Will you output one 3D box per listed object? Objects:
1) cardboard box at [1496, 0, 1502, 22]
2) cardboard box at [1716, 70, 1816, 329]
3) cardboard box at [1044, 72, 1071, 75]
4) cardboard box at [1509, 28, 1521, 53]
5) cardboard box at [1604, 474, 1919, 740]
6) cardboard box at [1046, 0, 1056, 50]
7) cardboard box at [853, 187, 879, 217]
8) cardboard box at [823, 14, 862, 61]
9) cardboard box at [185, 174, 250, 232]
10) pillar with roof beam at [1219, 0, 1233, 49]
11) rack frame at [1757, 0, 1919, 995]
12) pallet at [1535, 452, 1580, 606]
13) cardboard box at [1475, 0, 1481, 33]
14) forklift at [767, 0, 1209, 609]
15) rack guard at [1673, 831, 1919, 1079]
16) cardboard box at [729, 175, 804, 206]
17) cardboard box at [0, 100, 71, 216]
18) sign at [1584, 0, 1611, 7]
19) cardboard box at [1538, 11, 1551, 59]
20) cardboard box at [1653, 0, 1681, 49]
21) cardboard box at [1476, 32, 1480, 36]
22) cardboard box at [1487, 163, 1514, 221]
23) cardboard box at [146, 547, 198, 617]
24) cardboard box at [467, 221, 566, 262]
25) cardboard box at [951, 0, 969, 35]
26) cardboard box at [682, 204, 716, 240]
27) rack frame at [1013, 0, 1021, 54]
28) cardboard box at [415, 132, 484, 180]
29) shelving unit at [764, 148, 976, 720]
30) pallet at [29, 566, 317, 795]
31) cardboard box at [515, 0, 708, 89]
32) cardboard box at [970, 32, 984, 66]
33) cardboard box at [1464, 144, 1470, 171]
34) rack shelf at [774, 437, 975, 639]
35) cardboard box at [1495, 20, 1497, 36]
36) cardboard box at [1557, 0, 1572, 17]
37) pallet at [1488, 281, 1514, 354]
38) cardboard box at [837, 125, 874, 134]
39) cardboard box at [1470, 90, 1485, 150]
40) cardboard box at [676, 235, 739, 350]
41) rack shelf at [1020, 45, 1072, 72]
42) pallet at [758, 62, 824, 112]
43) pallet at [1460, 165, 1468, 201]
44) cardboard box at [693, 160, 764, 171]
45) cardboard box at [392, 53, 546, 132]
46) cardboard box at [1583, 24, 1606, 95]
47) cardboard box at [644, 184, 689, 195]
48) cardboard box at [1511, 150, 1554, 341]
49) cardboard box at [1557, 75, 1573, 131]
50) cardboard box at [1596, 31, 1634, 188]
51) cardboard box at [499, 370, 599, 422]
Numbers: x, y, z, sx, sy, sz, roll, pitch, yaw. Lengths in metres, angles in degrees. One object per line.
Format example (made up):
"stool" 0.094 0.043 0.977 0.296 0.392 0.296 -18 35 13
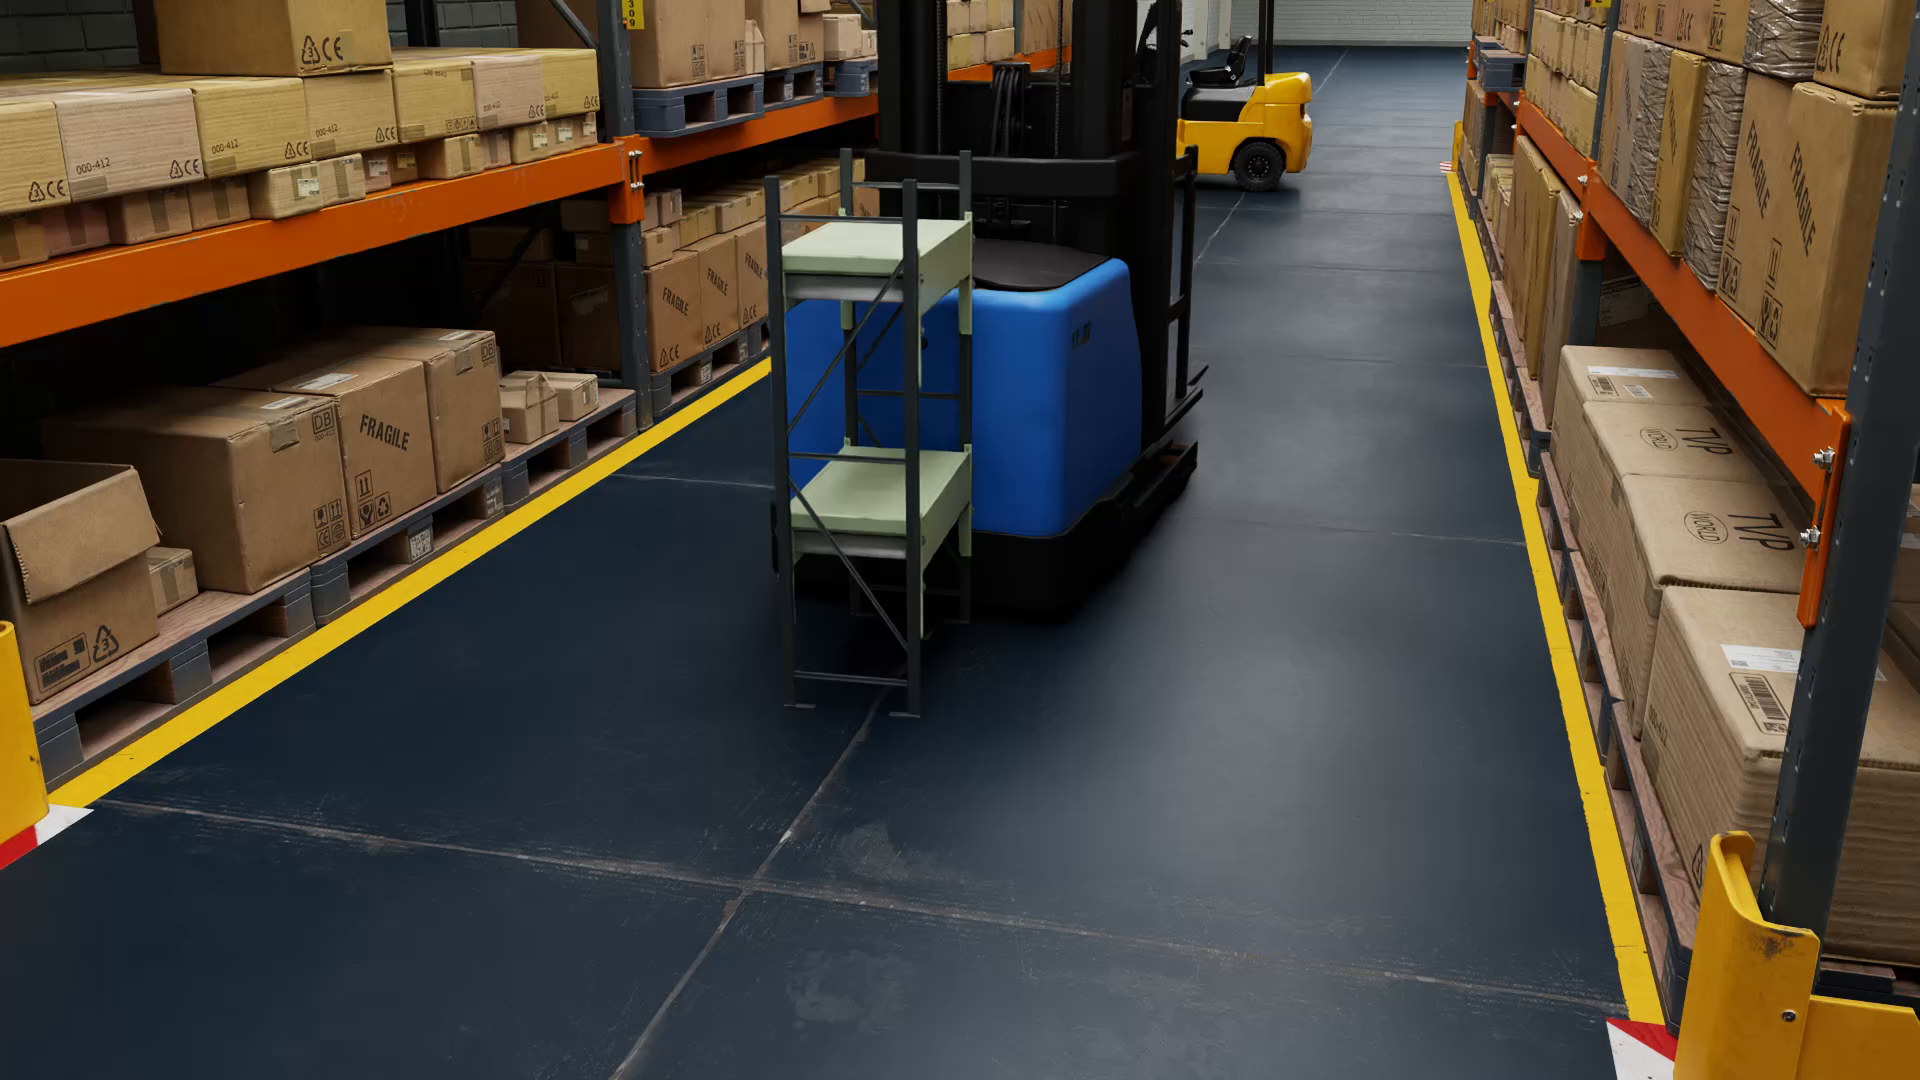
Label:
"cardboard box" 4.196 -4.034 12.094 0.500 0.500 0.500 5 19 13
"cardboard box" 1.912 -0.697 3.433 0.500 0.500 0.500 4 19 12
"cardboard box" 1.198 -4.929 18.035 0.500 0.250 0.500 5 20 15
"cardboard box" 3.733 -3.202 10.661 0.380 0.149 0.250 4 19 13
"cardboard box" 2.193 0.190 4.305 0.875 0.438 0.875 5 20 15
"cardboard box" 0.626 -4.963 15.921 0.500 0.500 0.500 4 19 13
"cardboard box" -0.841 -2.086 10.872 0.500 0.500 0.500 5 20 15
"cardboard box" -0.890 -2.991 9.887 0.500 0.250 0.500 4 19 11
"cardboard box" -2.326 -1.001 4.867 0.380 0.149 0.250 5 19 14
"pillar with roof beam" 11.468 -17.482 43.448 9.100 9.000 0.400 5 19 13
"rack frame" 1.910 -0.322 2.489 0.949 2.616 0.053 5 19 13
"pallet" 2.629 -0.023 5.930 1.003 0.211 1.213 5 19 13
"cardboard box" 5.191 -5.076 15.792 0.500 0.500 0.500 4 19 12
"forklift" 0.347 -1.606 6.356 1.130 2.935 3.031 7 20 19
"rack guard" 1.907 0.869 2.870 1.175 0.500 0.348 5 19 13
"cardboard box" -1.134 -2.043 9.743 0.380 0.149 0.250 4 19 13
"cardboard box" -2.529 -0.903 3.963 0.500 0.250 0.500 5 19 14
"sign" 2.362 -2.125 6.101 0.100 0.325 0.005 5 19 13
"cardboard box" 3.377 -2.693 8.891 0.500 0.250 0.500 5 20 15
"cardboard box" 2.274 -1.648 4.670 0.500 0.500 0.500 5 19 14
"cardboard box" 5.241 -4.894 16.265 0.380 0.149 0.250 5 19 14
"cardboard box" 4.547 -2.648 12.714 0.950 0.372 0.625 6 20 17
"cardboard box" -2.518 0.124 4.946 0.380 0.149 0.250 4 19 11
"cardboard box" -2.113 -1.427 7.939 0.380 0.149 0.250 4 19 11
"cardboard box" -0.232 -3.987 12.678 0.500 0.250 0.500 5 19 14
"cardboard box" -1.480 -1.642 8.567 0.380 0.149 0.250 4 19 12
"rack frame" 0.031 -4.474 14.644 1.000 3.000 0.127 5 19 13
"cardboard box" -1.965 -1.398 6.029 0.380 0.149 0.250 4 19 13
"shelving unit" -0.235 -0.333 4.844 0.431 1.500 0.755 4 19 11
"pallet" -2.689 0.334 4.885 1.003 0.211 1.213 5 19 13
"cardboard box" -1.589 -2.346 7.611 0.700 0.500 0.500 5 20 15
"cardboard box" -0.107 -3.913 13.234 0.500 0.250 0.500 5 19 14
"cardboard box" 5.104 -3.672 15.900 0.500 0.250 0.500 6 20 17
"rack shelf" -0.235 -0.025 4.949 0.431 0.370 0.720 4 19 11
"cardboard box" 4.404 -4.014 13.038 0.380 0.149 0.250 5 19 14
"cardboard box" 3.130 -2.739 7.865 0.500 0.500 0.500 5 19 14
"pallet" 3.602 -1.268 9.574 1.003 0.211 1.213 5 19 13
"cardboard box" -0.465 -2.906 13.078 0.875 0.625 0.625 4 19 11
"cardboard box" 4.975 -3.861 15.296 0.500 0.500 0.500 6 20 16
"cardboard box" -1.467 -1.283 8.522 0.500 0.500 0.500 4 19 13
"rack shelf" 0.519 -4.760 16.596 1.077 0.370 4.000 5 19 13
"pallet" -1.417 -2.519 9.219 1.003 0.211 1.213 5 19 13
"pallet" 5.271 -3.360 15.698 1.003 0.211 1.213 5 19 13
"cardboard box" -1.467 -2.323 10.561 0.380 0.149 0.250 5 20 15
"cardboard box" -1.920 -1.699 6.292 0.500 0.250 0.500 5 19 14
"cardboard box" 2.762 -1.898 6.563 0.500 0.250 0.500 5 19 13
"cardboard box" -1.747 -1.913 9.361 0.380 0.149 0.250 4 19 11
"cardboard box" 3.396 -1.533 8.673 0.875 0.875 0.875 5 19 14
"cardboard box" 3.023 -1.981 7.579 0.500 0.250 0.500 4 19 12
"cardboard box" 2.522 -1.496 5.772 0.500 0.500 0.500 5 20 15
"cardboard box" -1.775 -0.618 7.117 0.380 0.149 0.250 4 19 12
